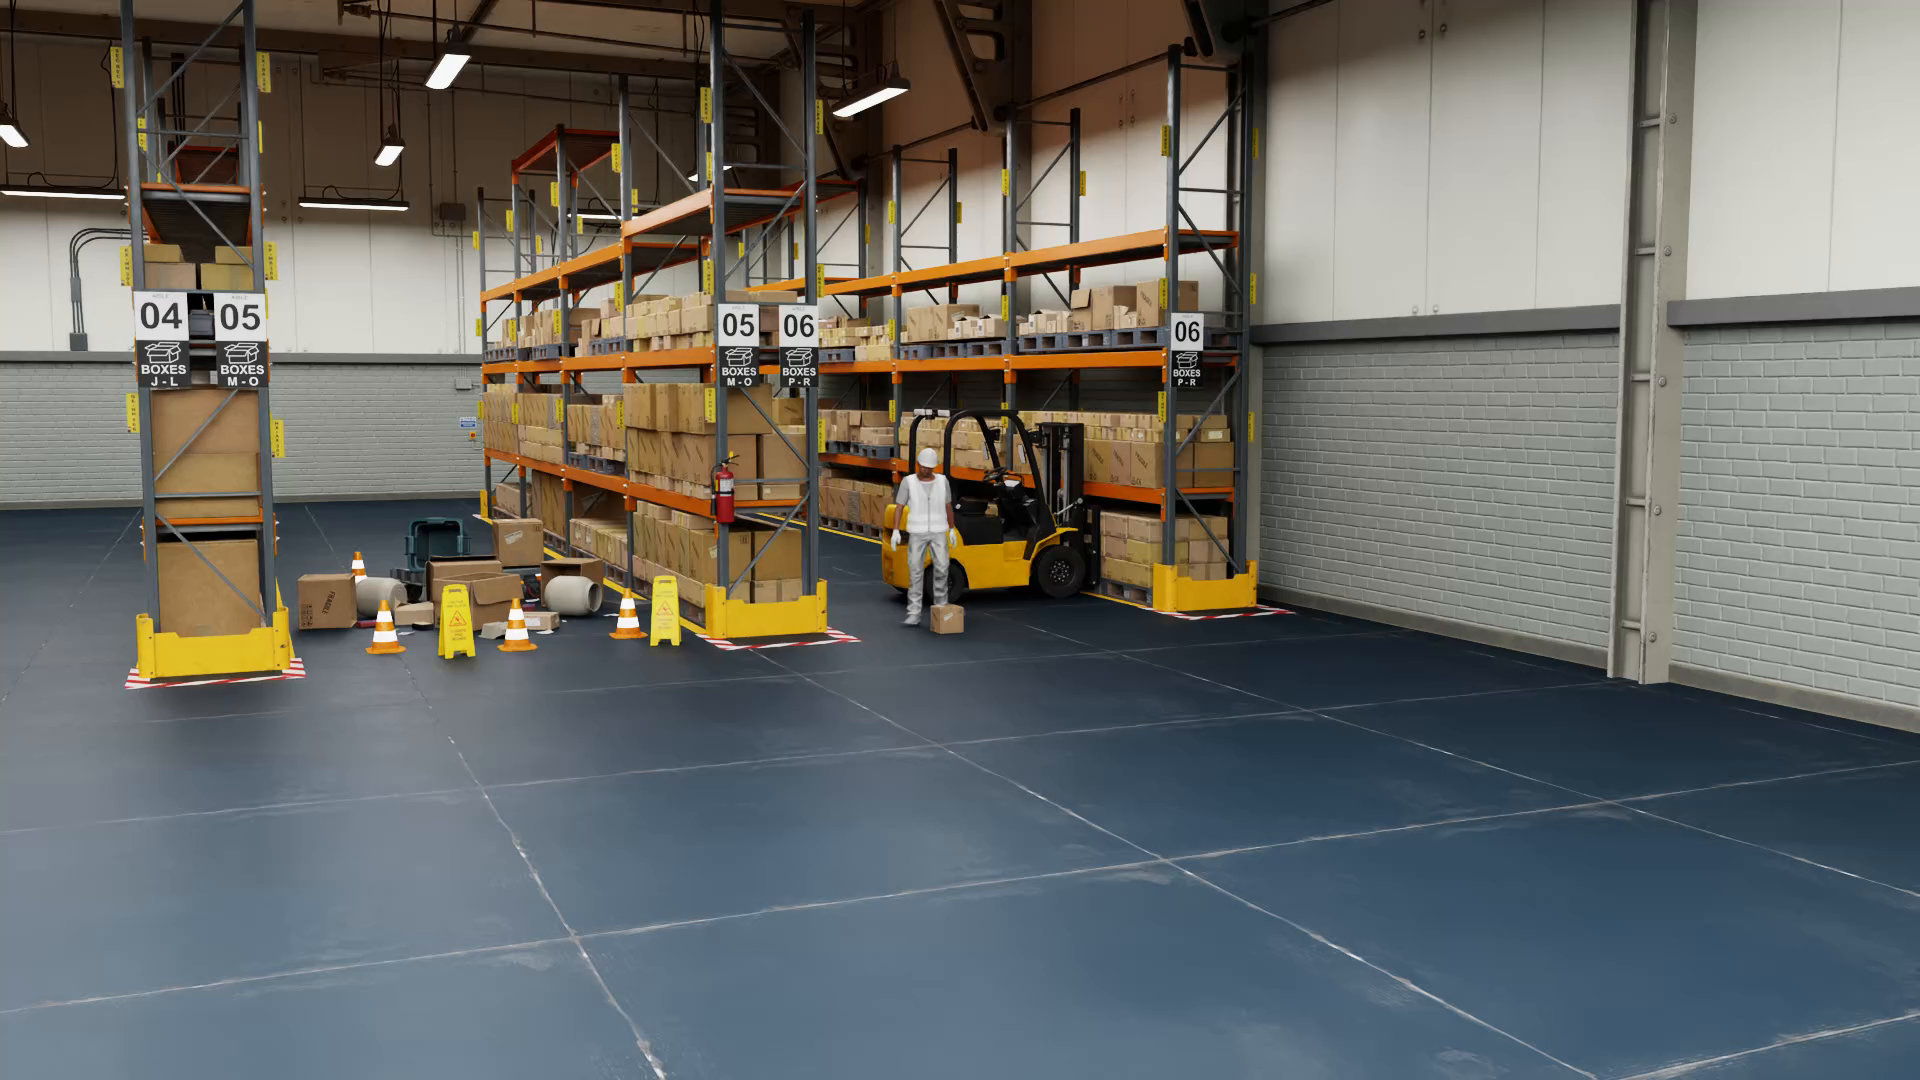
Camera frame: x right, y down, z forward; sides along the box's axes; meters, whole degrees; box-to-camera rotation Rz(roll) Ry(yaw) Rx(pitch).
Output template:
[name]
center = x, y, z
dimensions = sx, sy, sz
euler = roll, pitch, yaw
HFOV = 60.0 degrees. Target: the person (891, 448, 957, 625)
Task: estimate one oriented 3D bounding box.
[person]
center = -0.358, -0.024, 16.809
dimensions = 0.697, 1.817, 0.393
euler = -1, 5, -8
